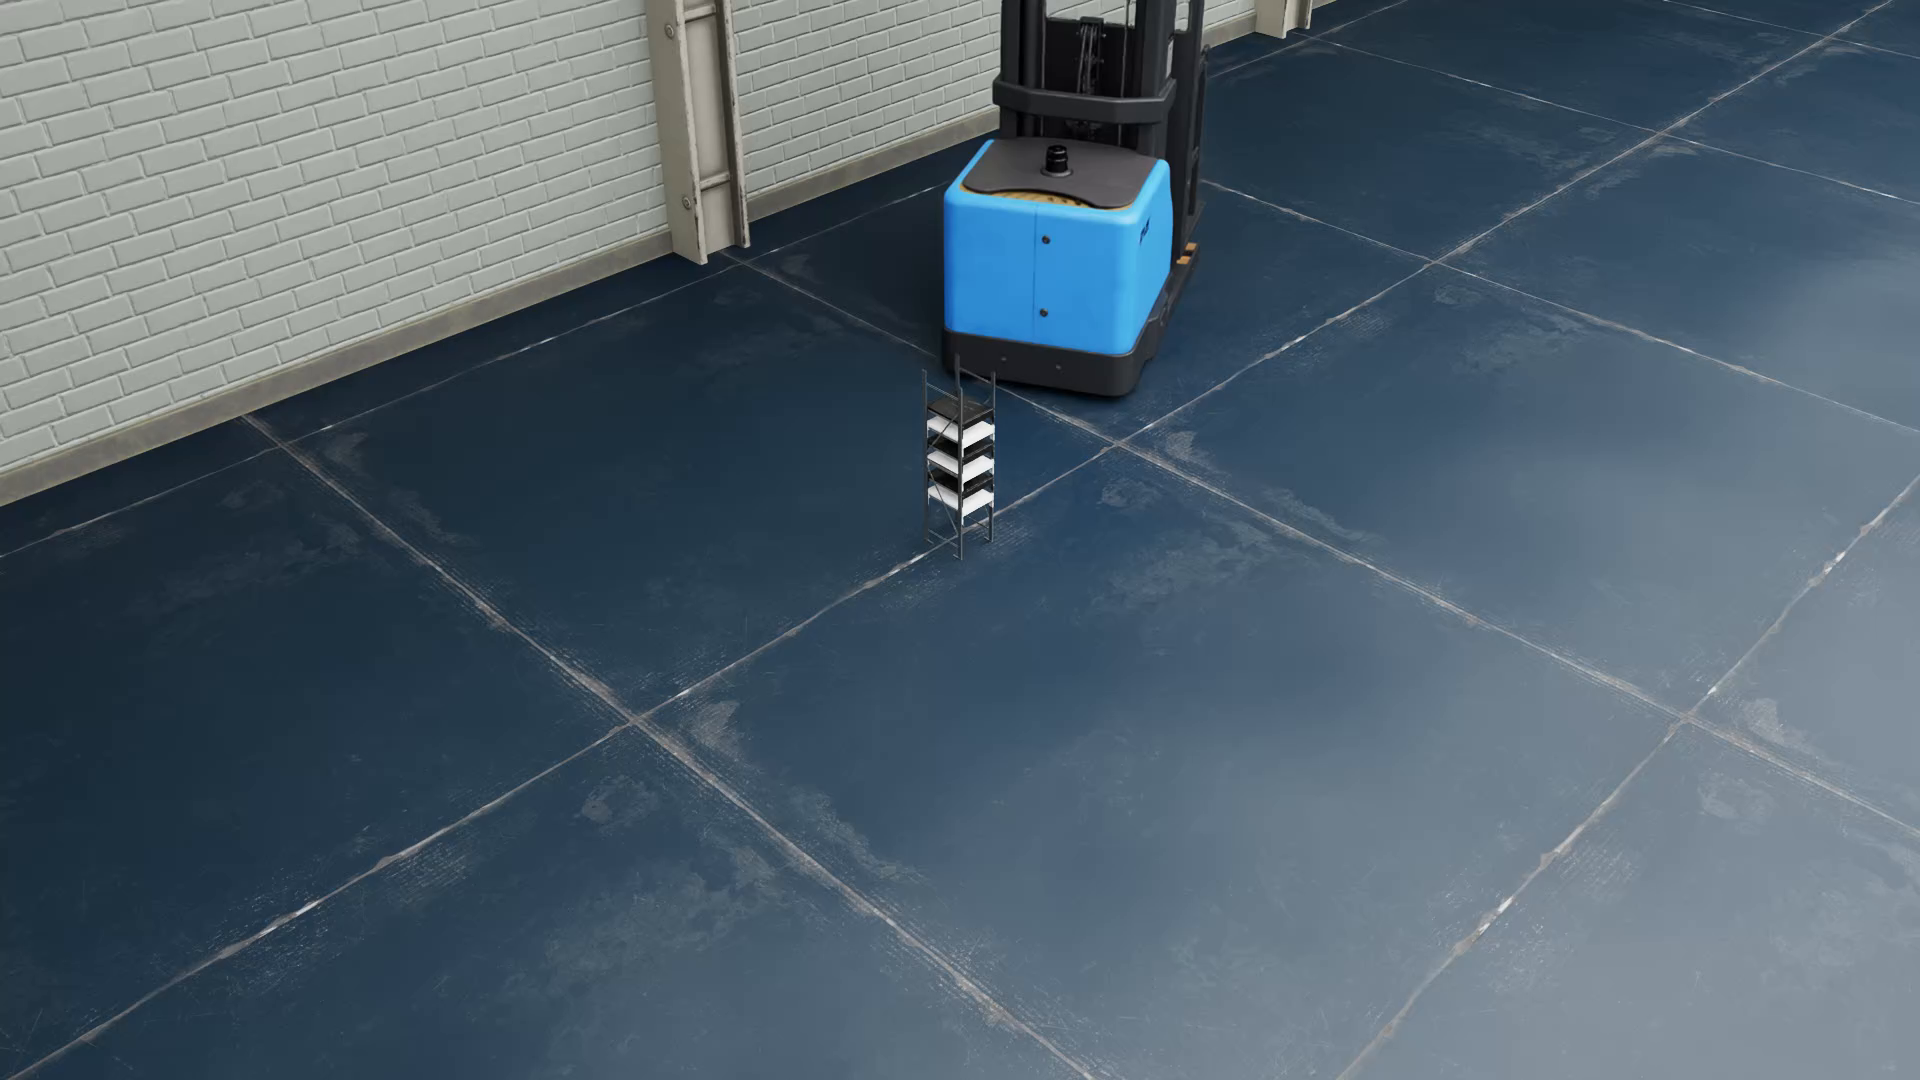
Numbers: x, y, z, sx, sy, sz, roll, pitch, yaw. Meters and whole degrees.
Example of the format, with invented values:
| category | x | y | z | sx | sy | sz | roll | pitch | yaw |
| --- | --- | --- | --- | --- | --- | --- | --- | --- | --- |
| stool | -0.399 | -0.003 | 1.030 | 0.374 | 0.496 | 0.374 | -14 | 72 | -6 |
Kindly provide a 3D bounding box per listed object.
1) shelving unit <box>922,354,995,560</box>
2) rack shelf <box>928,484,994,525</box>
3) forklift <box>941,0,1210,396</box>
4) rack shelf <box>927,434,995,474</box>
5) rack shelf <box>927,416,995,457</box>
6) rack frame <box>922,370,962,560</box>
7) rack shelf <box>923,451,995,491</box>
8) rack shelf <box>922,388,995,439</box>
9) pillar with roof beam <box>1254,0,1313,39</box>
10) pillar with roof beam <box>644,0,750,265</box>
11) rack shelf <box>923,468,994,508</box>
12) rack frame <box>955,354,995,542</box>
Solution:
| category | x | y | z | sx | sy | sz | roll | pitch | yaw |
| --- | --- | --- | --- | --- | --- | --- | --- | --- | --- |
| shelving unit | -0.006 | -0.366 | 7.488 | 0.258 | 0.900 | 0.210 | 30 | 45 | 35 |
| rack shelf | -0.006 | -0.191 | 7.610 | 0.258 | 0.077 | 0.200 | 30 | 45 | 35 |
| forklift | 0.831 | -2.795 | 9.195 | 1.130 | 2.935 | 3.031 | 10 | 36 | 14 |
| rack shelf | -0.006 | -0.412 | 7.455 | 0.258 | 0.077 | 0.200 | 30 | 45 | 35 |
| rack shelf | -0.006 | -0.486 | 7.404 | 0.258 | 0.077 | 0.200 | 30 | 45 | 35 |
| rack frame | -0.077 | -0.325 | 7.429 | 0.240 | 0.900 | 0.006 | 30 | 45 | 35 |
| rack shelf | -0.006 | -0.338 | 7.507 | 0.258 | 0.077 | 0.200 | 30 | 45 | 35 |
| rack shelf | -0.006 | -0.560 | 7.352 | 0.258 | 0.077 | 0.200 | 30 | 45 | 35 |
| pillar with roof beam | 5.729 | -6.214 | 8.794 | 9.100 | 9.000 | 0.400 | 30 | 45 | 35 |
| pillar with roof beam | 1.502 | -3.778 | 5.301 | 9.100 | 9.000 | 0.400 | 30 | 45 | 35 |
| rack shelf | -0.006 | -0.265 | 7.558 | 0.258 | 0.077 | 0.200 | 30 | 45 | 35 |
| rack frame | 0.066 | -0.407 | 7.547 | 0.240 | 0.900 | 0.006 | 30 | 45 | 35 |
